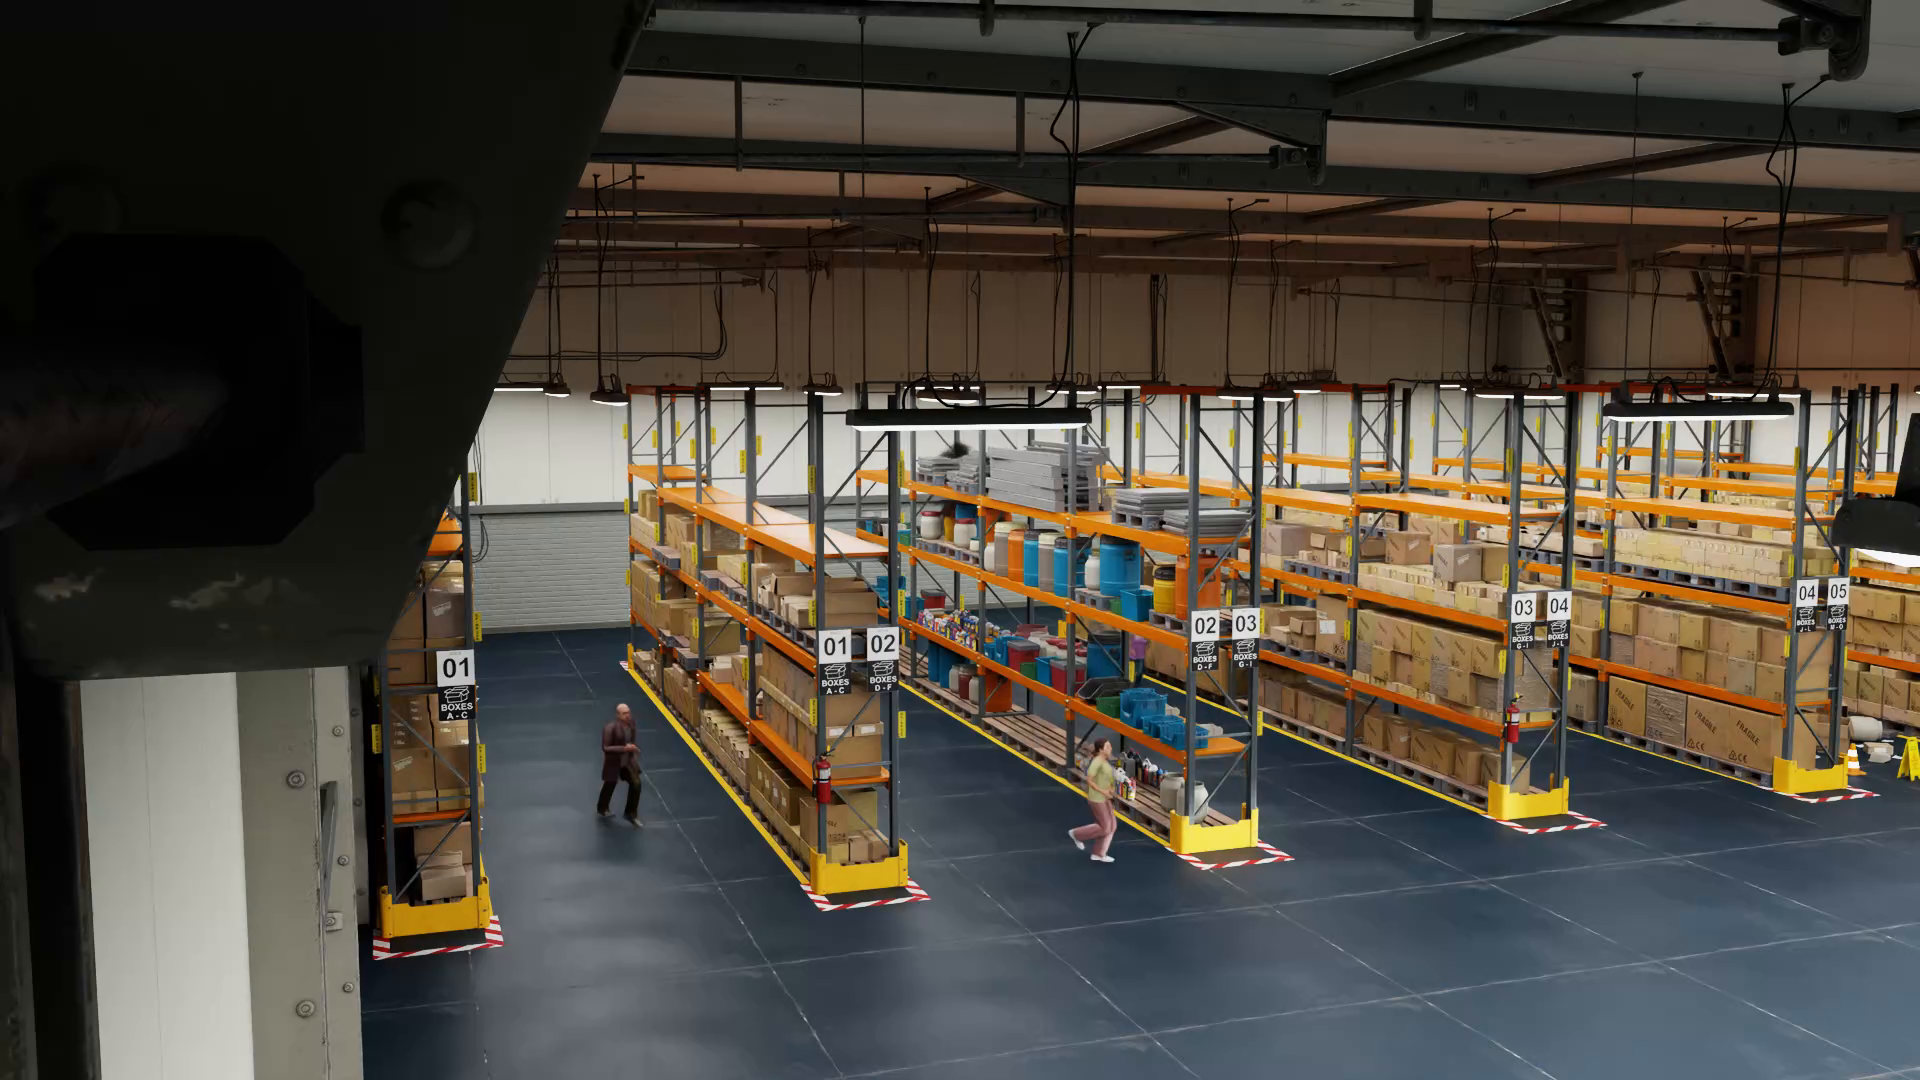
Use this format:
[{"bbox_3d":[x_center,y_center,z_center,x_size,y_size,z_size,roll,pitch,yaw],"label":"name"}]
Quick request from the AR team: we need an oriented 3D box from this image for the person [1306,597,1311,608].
[{"bbox_3d":[9.348,0.969,43.692,0.590,1.735,0.826,5,8,39],"label":"person"}]

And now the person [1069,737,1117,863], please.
[{"bbox_3d":[1.708,3.330,21.399,0.606,1.616,0.567,2,6,21],"label":"person"}]

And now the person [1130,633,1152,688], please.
[{"bbox_3d":[3.374,2.274,31.658,0.624,1.595,0.802,-1,6,-7],"label":"person"}]

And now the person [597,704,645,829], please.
[{"bbox_3d":[-4.711,3.103,23.008,0.700,1.758,1.057,-5,8,-40],"label":"person"}]
